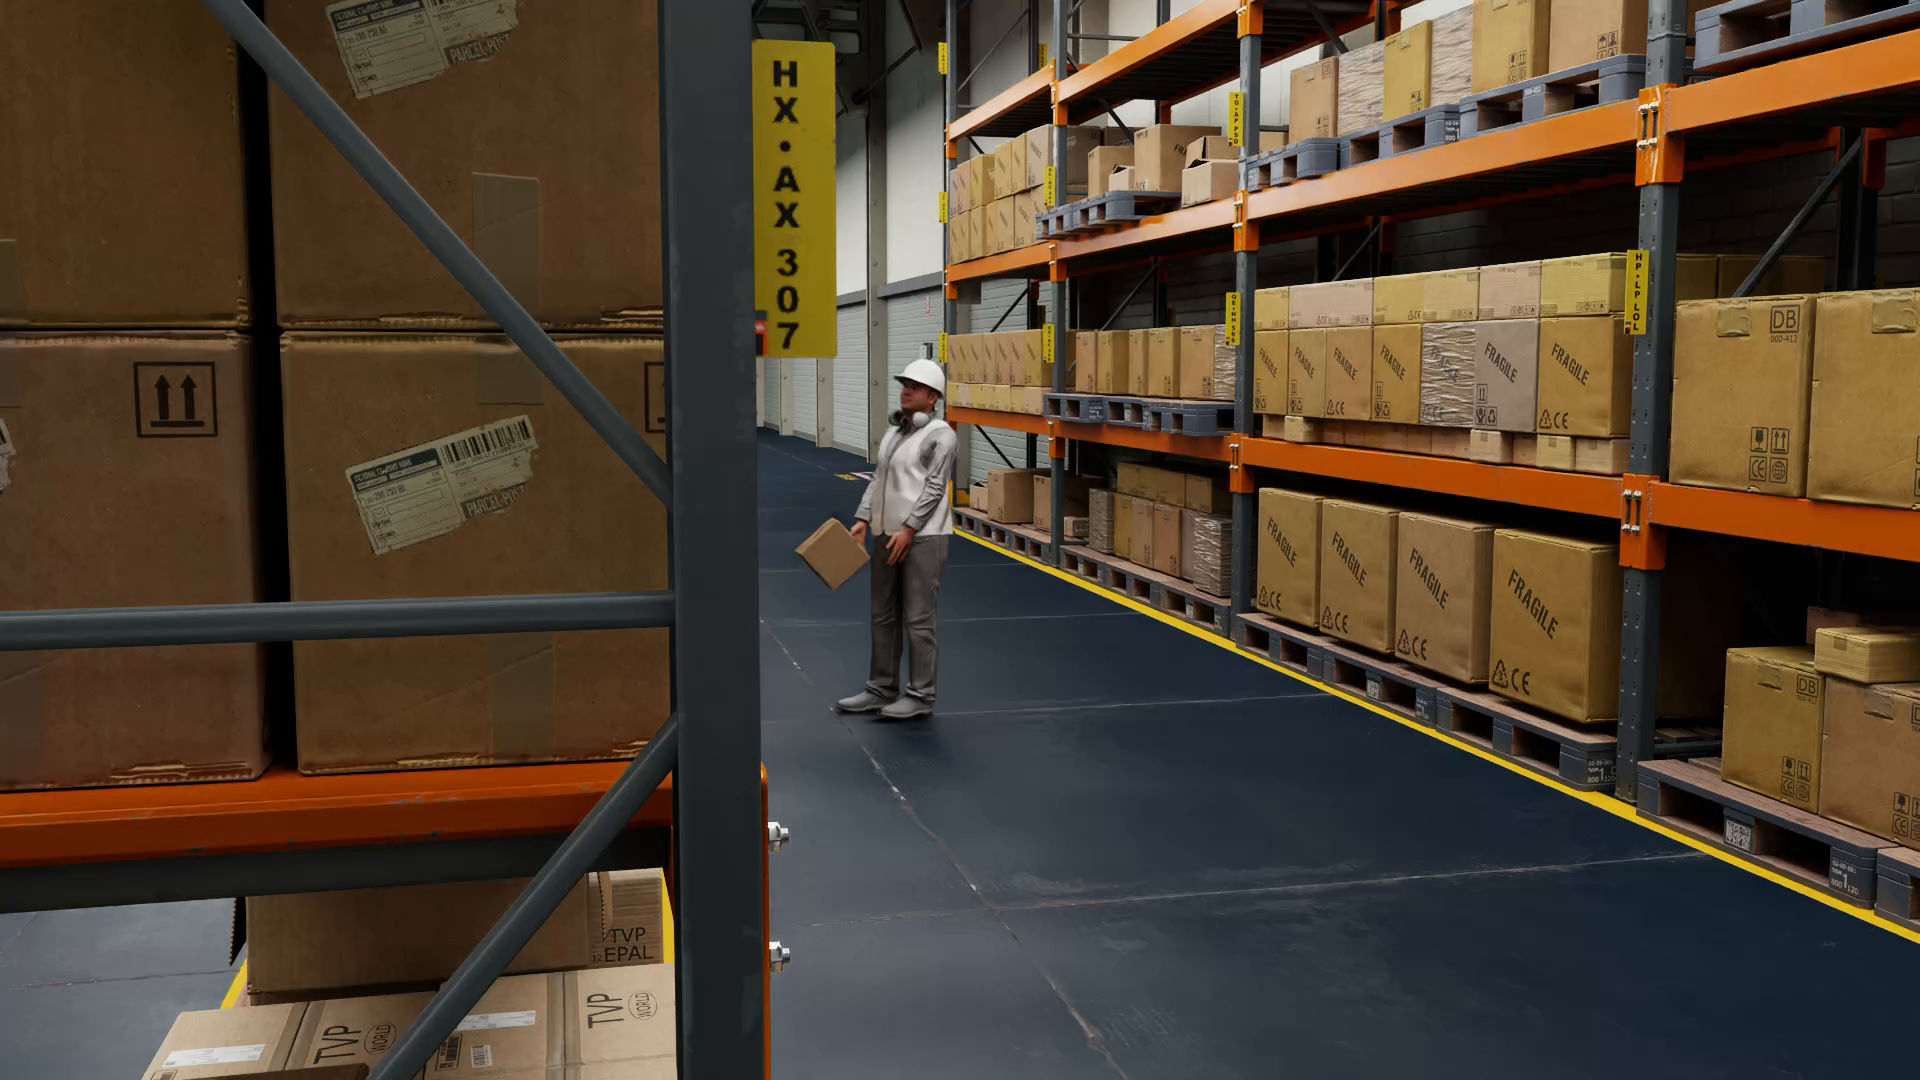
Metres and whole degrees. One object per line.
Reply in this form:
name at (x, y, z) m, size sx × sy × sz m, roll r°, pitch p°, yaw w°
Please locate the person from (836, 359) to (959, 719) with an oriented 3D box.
person at (-0.297, -0.005, 8.287) m, size 0.478 × 1.776 × 0.576 m, roll -5°, pitch 8°, yaw -41°
